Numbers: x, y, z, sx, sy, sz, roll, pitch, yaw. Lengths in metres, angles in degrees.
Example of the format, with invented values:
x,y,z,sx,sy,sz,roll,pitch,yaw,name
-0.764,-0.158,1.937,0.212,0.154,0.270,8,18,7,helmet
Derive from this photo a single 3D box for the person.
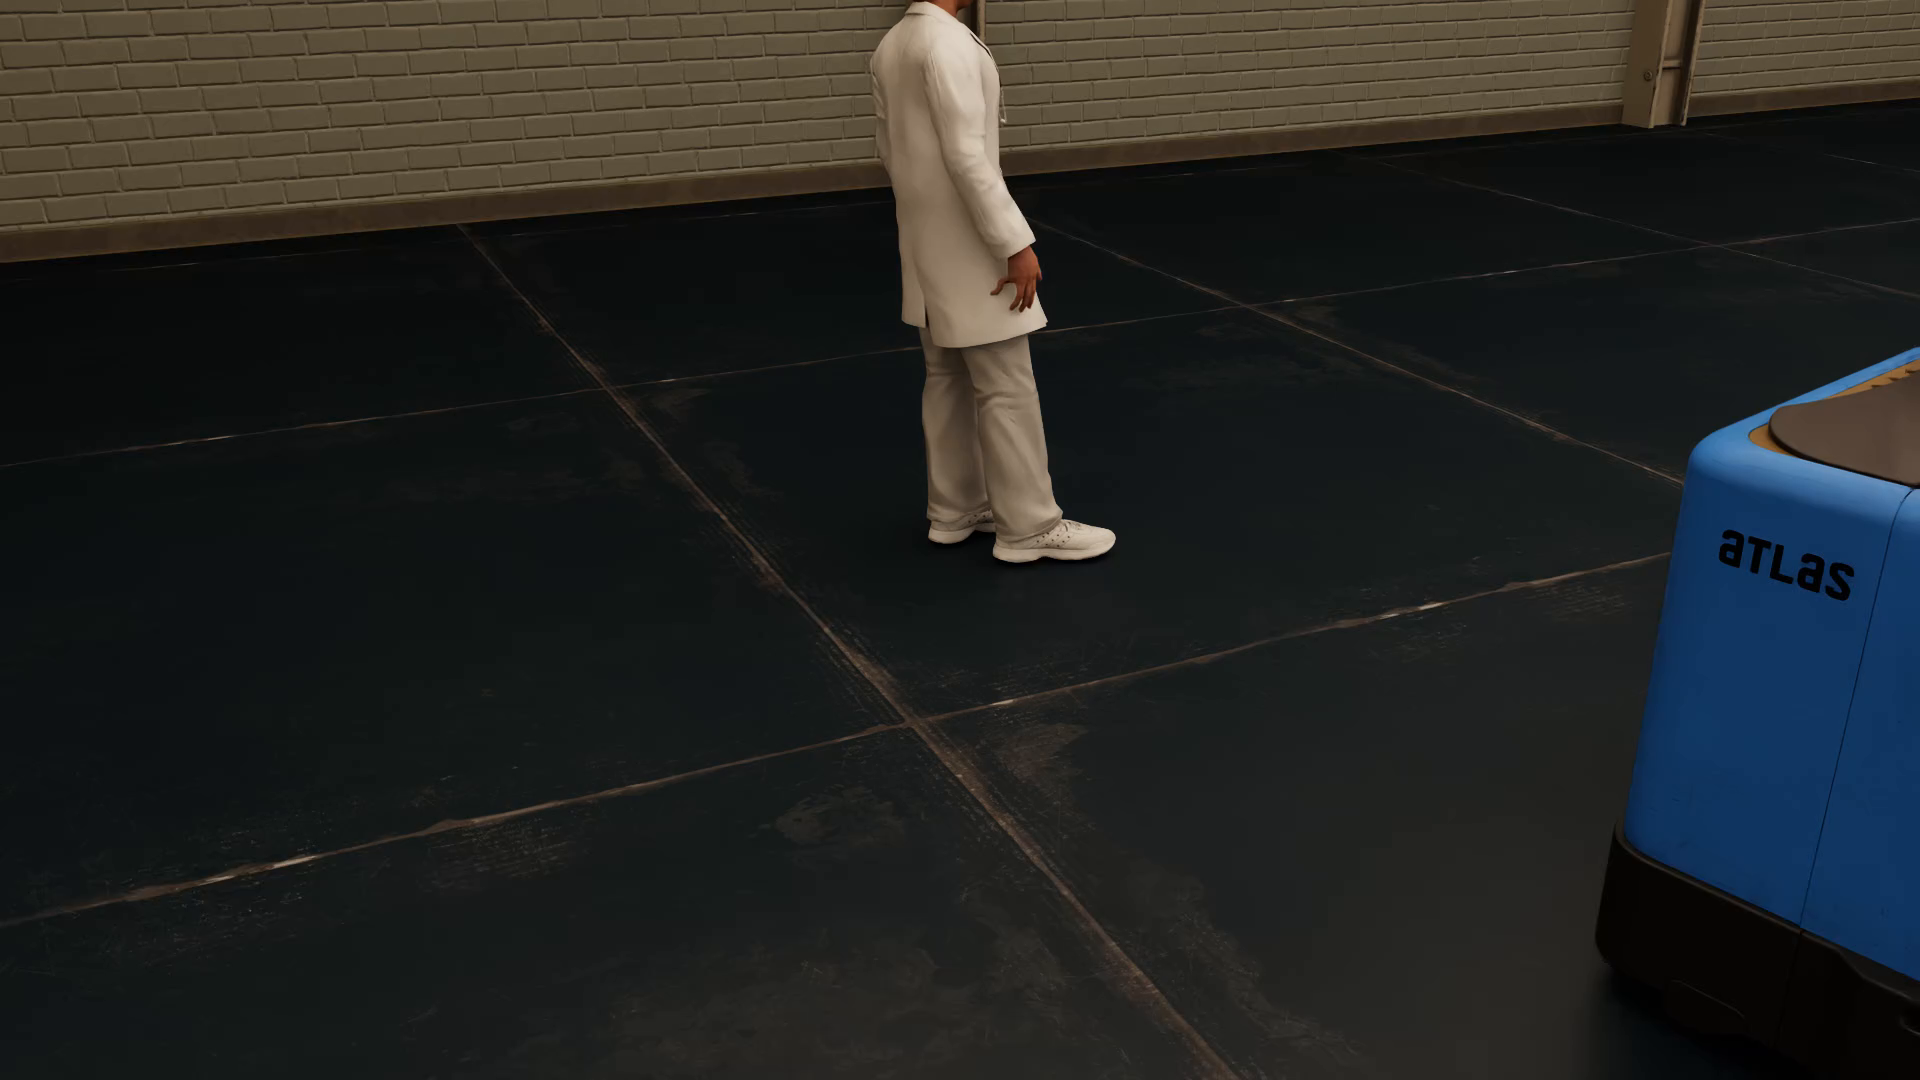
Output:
x,y,z,sx,sy,sz,roll,pitch,yaw,name
0.084,-0.841,4.794,0.581,1.776,0.696,-10,25,-23,person

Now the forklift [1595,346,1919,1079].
x,y,z,sx,sy,sz,roll,pitch,yaw,name
2.516,-0.215,1.804,1.130,2.935,3.031,-18,28,-36,forklift
